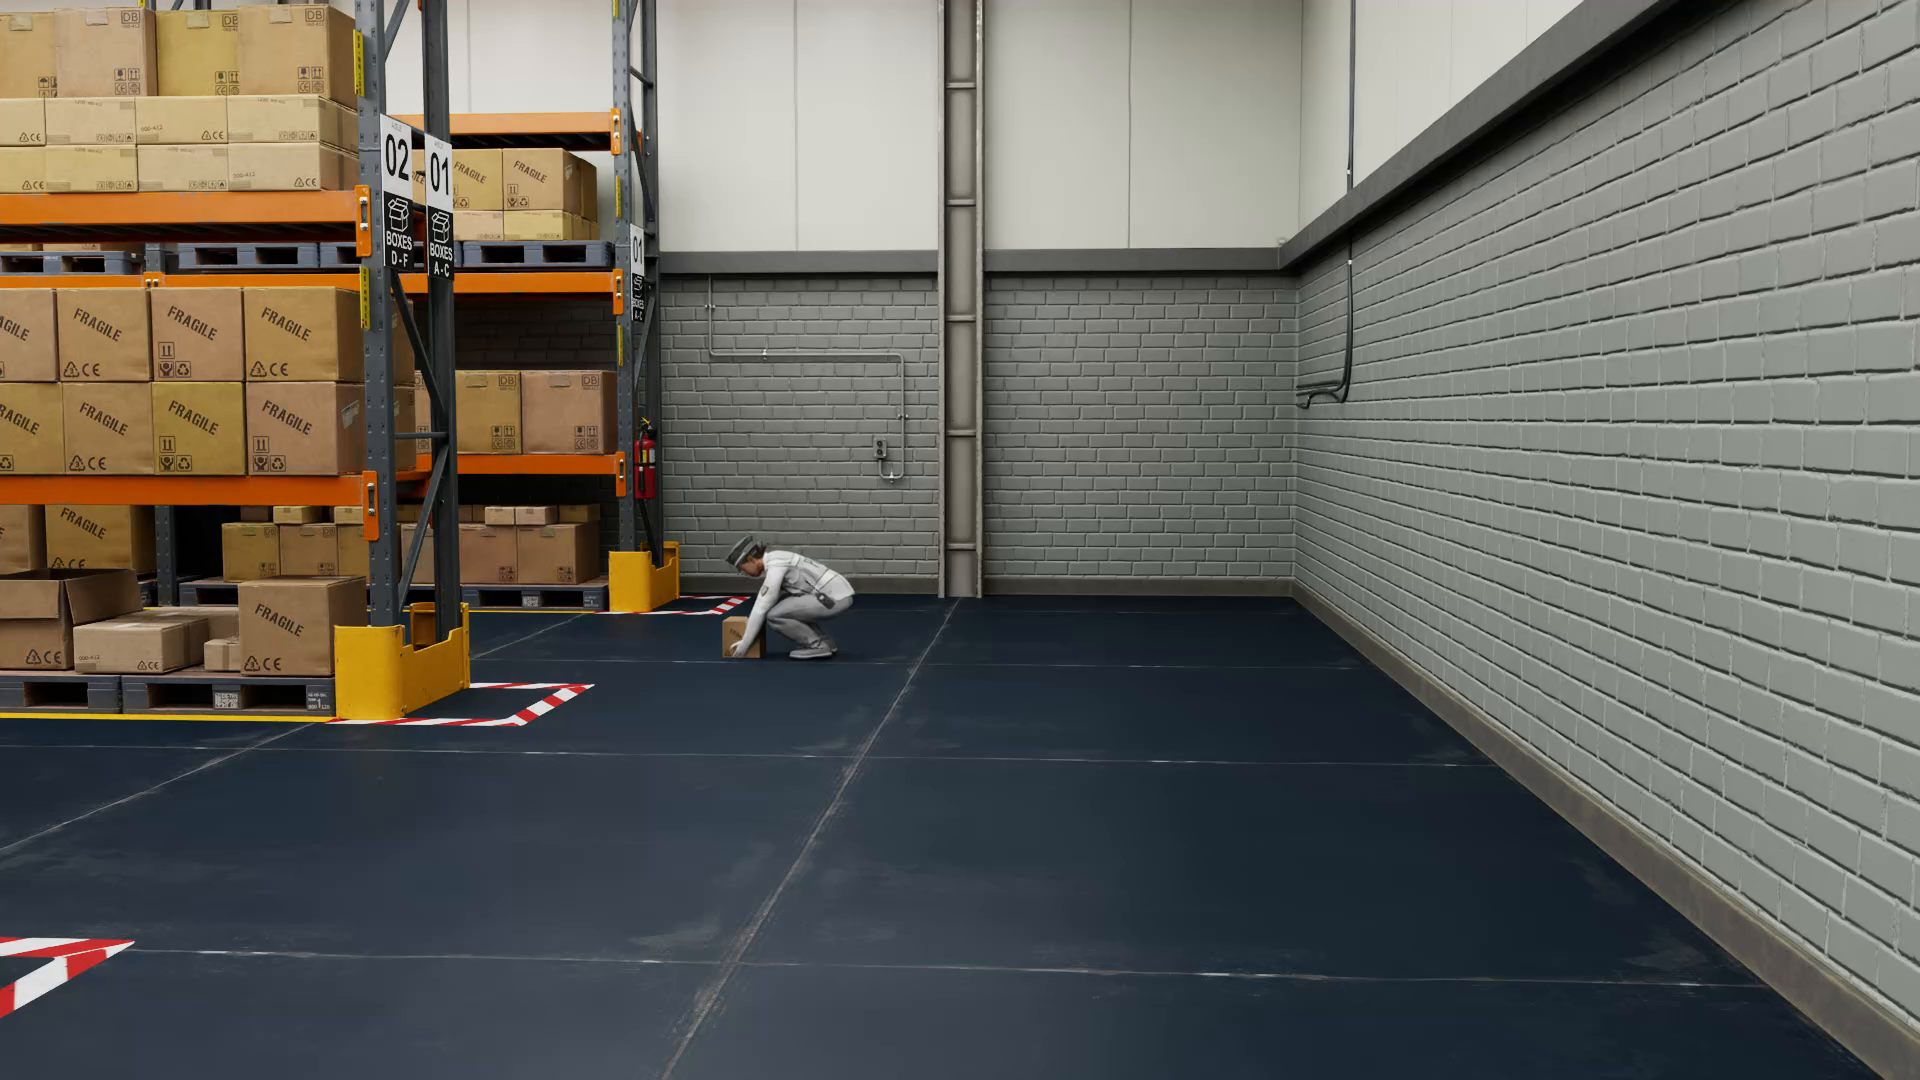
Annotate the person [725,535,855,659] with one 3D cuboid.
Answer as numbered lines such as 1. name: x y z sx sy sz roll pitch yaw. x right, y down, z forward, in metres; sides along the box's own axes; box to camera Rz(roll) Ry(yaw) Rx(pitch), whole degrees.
1. person: -1.149 0.385 11.227 0.863 0.851 0.478 0 4 4
